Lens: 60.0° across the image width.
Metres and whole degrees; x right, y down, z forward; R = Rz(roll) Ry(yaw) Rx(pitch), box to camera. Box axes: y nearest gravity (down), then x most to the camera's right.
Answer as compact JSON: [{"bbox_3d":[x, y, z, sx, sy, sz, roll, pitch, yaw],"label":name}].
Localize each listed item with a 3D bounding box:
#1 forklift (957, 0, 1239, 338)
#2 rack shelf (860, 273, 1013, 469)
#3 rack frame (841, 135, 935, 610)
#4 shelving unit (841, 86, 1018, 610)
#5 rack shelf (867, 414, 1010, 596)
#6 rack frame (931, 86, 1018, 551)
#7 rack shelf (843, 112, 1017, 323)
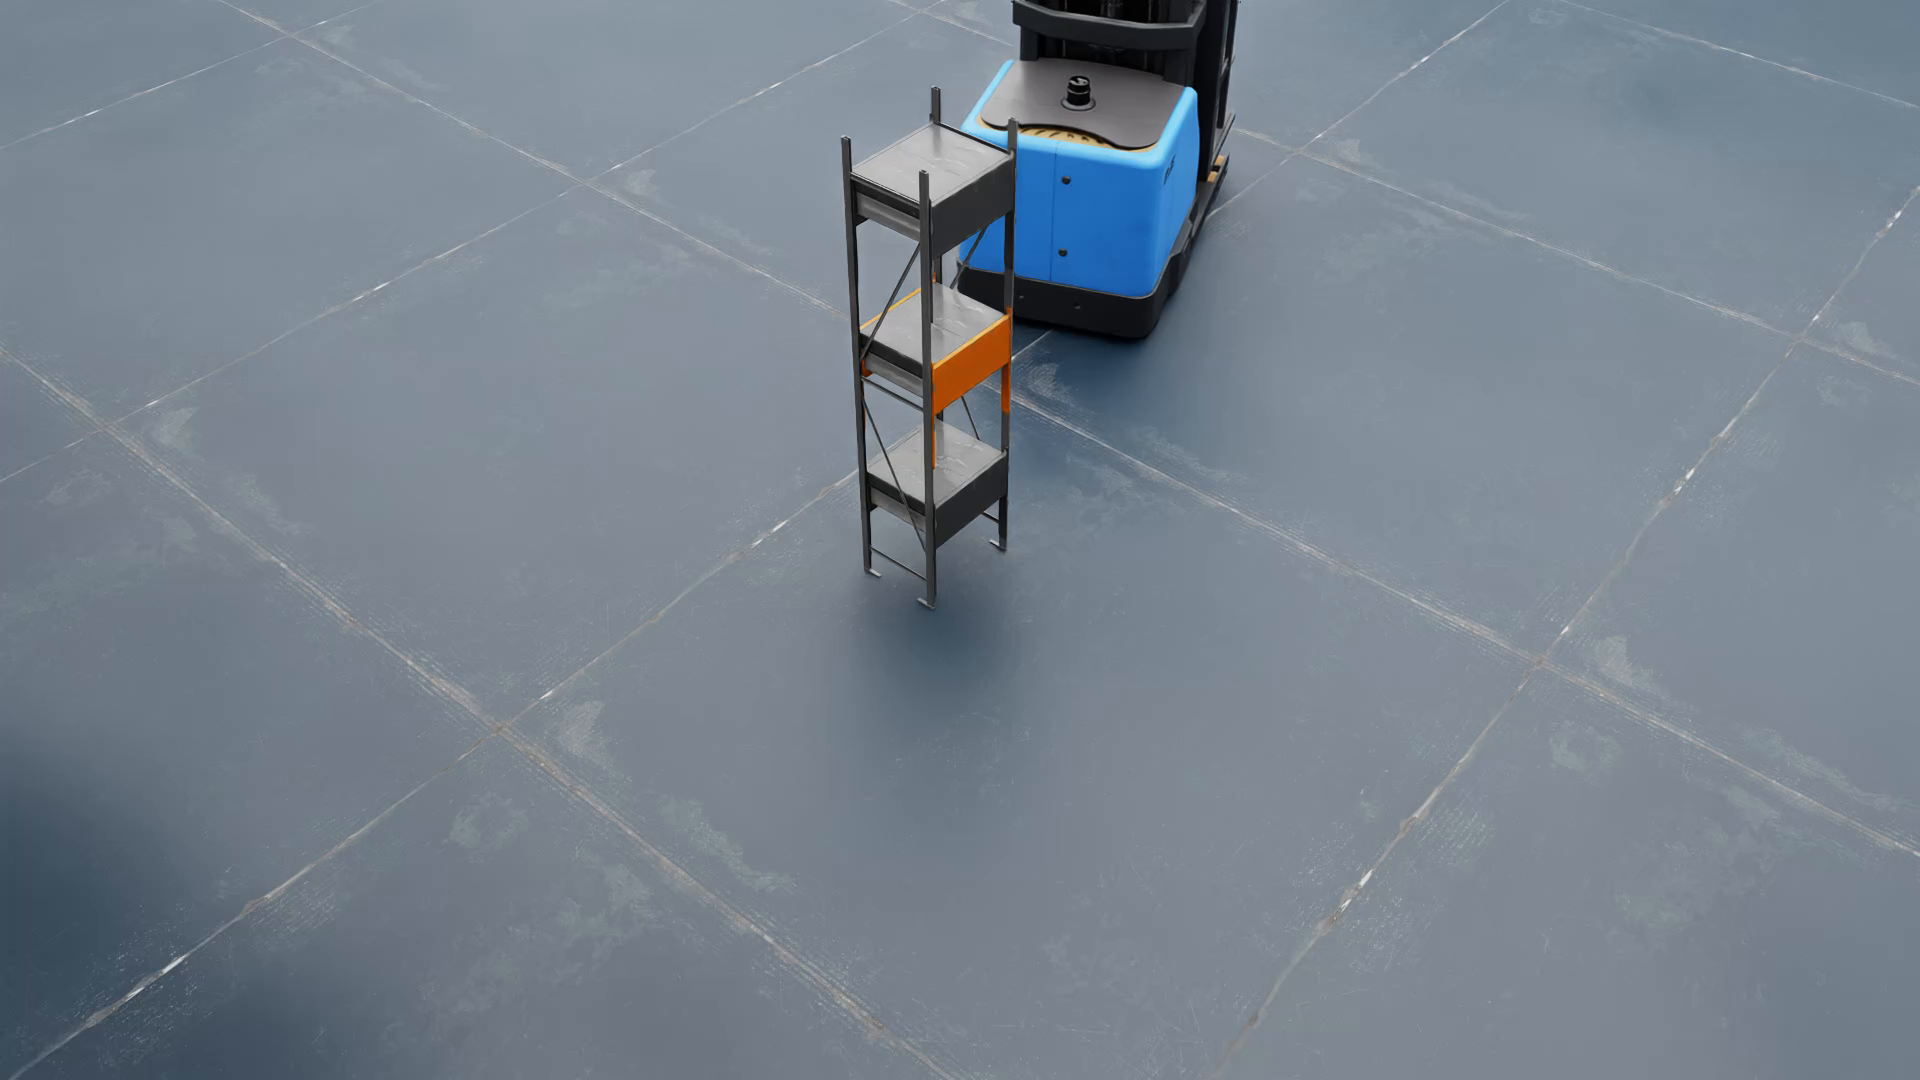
[{"bbox_3d":[0.934,-3.118,8.683,1.130,2.935,3.031,13,44,14],"label":"forklift"},{"bbox_3d":[-0.107,-0.682,6.641,0.431,0.518,0.480,29,50,28],"label":"rack shelf"},{"bbox_3d":[-0.264,-0.566,6.494,0.400,2.100,0.015,29,50,28],"label":"rack frame"},{"bbox_3d":[-0.107,-0.692,6.632,0.431,2.100,0.503,29,50,28],"label":"shelving unit"},{"bbox_3d":[-0.107,-0.164,7.112,0.431,0.518,0.480,29,50,28],"label":"rack shelf"},{"bbox_3d":[0.050,-0.817,6.770,0.400,2.100,0.015,29,50,28],"label":"rack frame"},{"bbox_3d":[-0.107,-1.199,6.170,0.431,0.518,0.480,29,50,28],"label":"rack shelf"}]
